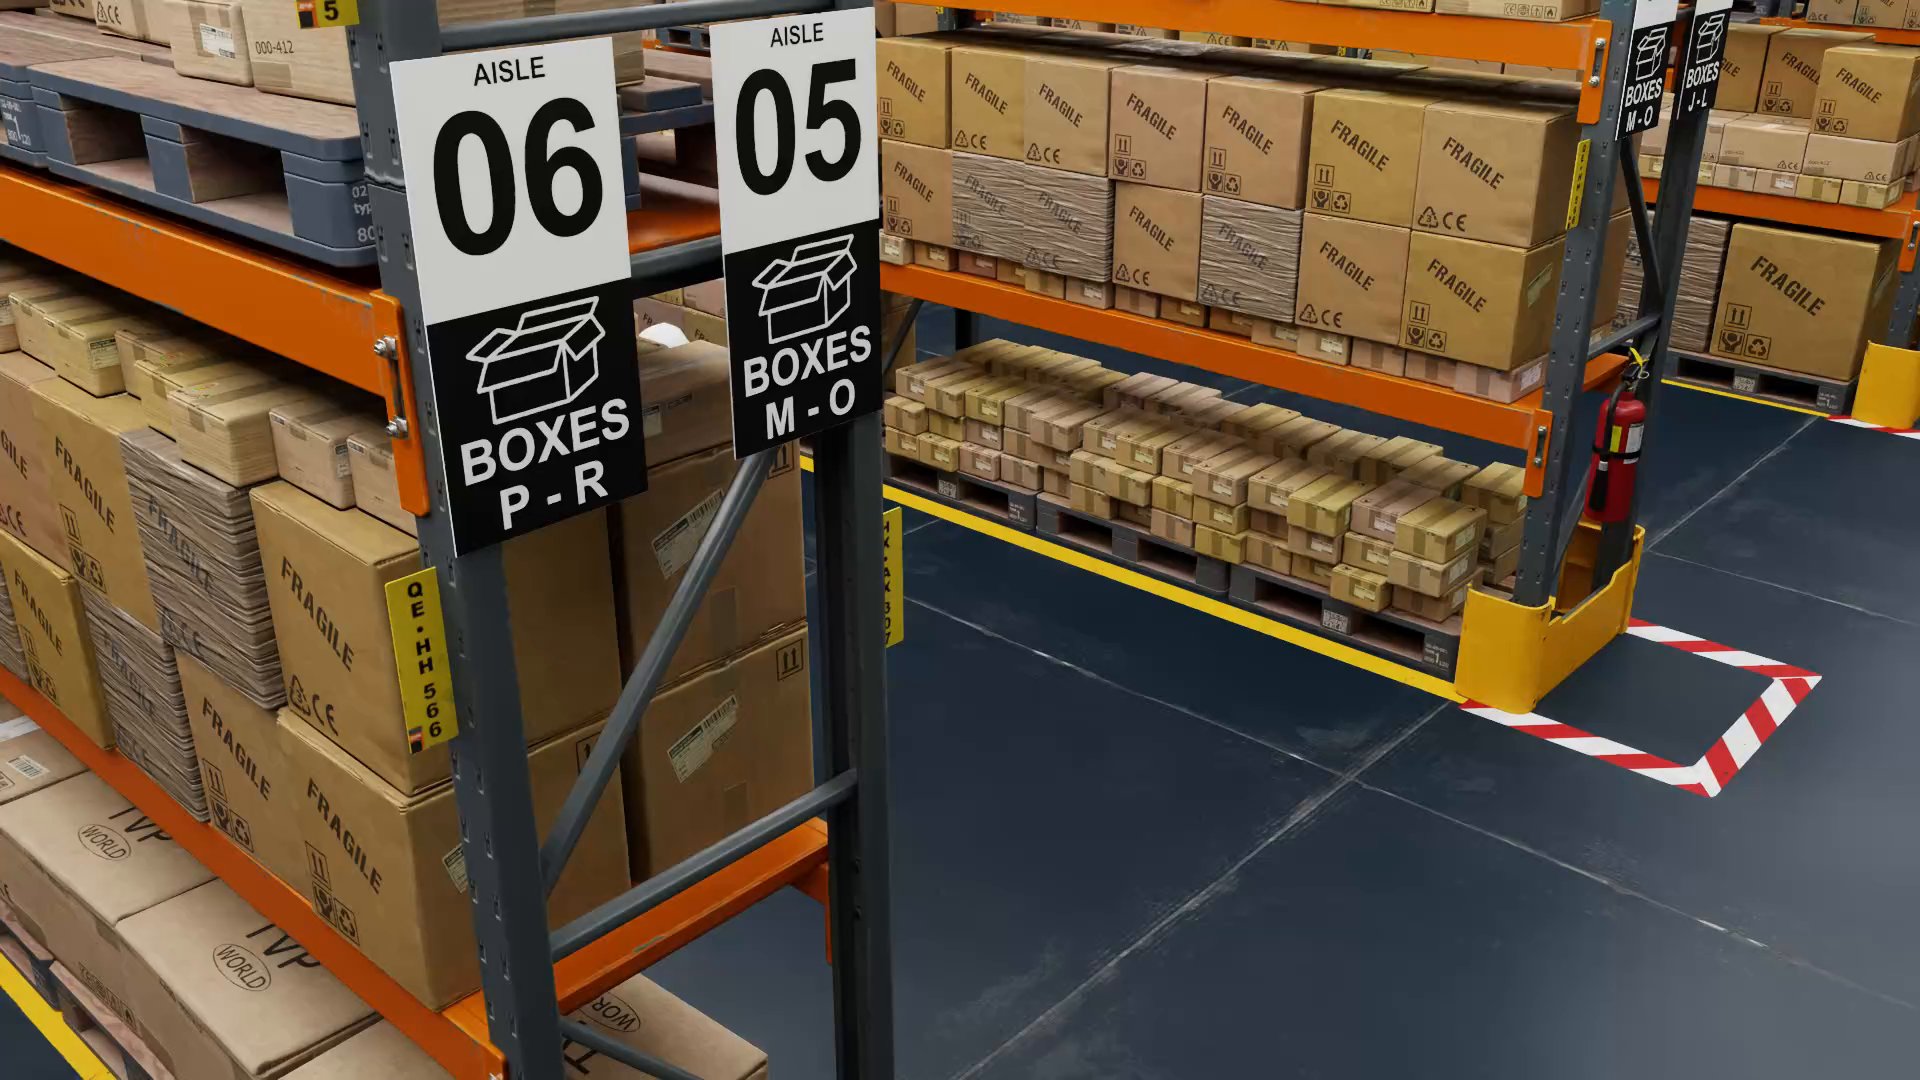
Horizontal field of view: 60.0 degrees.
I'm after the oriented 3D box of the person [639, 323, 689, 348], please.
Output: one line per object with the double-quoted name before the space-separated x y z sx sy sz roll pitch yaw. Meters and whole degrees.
"person" -1.094 -0.014 6.599 0.581 1.771 0.465 20 30 37
